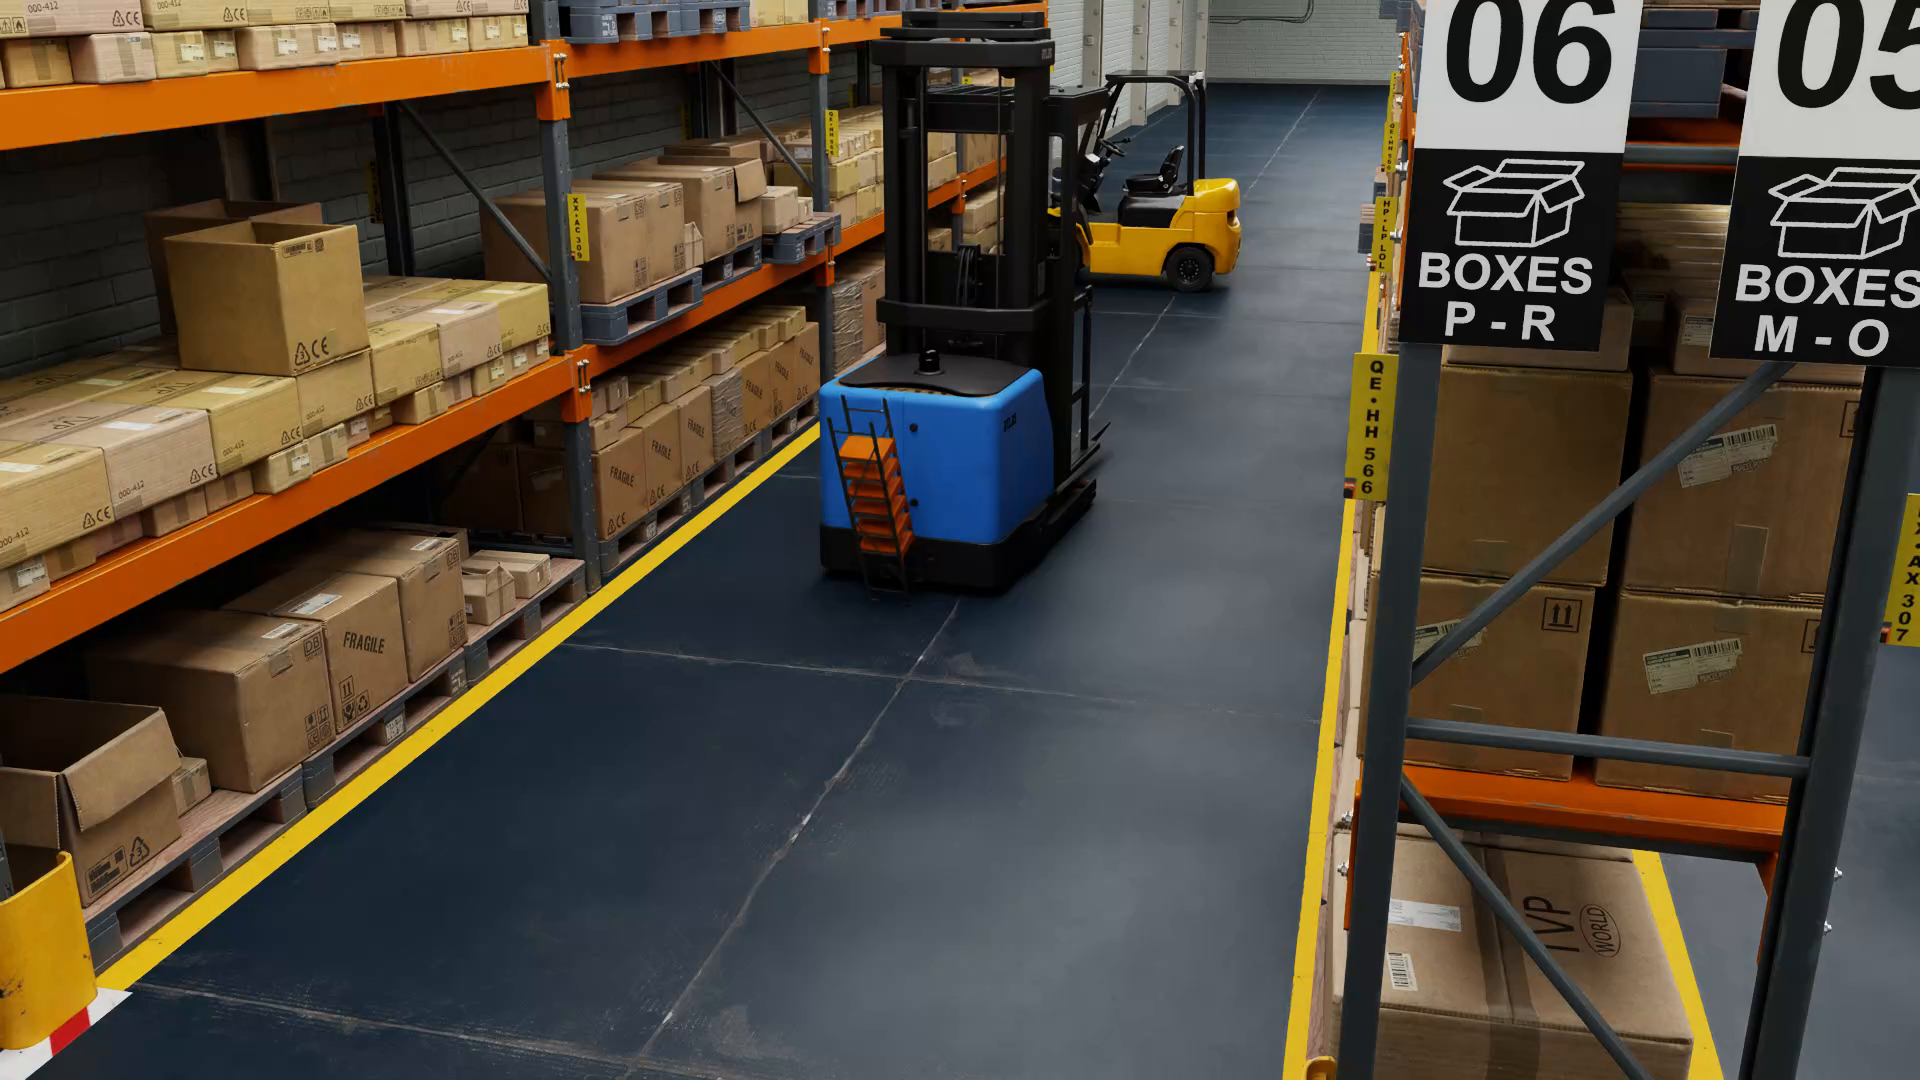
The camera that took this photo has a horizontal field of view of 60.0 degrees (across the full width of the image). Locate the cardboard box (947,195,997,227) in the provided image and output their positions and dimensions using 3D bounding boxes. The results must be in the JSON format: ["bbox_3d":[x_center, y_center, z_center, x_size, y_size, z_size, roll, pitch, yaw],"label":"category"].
[{"bbox_3d":[0.089,-3.344,16.893,0.500,0.250,0.500,5,19,13],"label":"cardboard box"}]

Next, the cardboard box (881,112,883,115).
[{"bbox_3d":[-0.492,-3.761,14.901,0.380,0.149,0.250,5,19,13],"label":"cardboard box"}]

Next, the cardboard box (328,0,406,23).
[{"bbox_3d":[-2.551,-2.174,6.543,0.500,0.250,0.500,5,20,15],"label":"cardboard box"}]

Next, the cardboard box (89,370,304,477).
[{"bbox_3d":[-2.784,-0.433,6.087,0.500,0.250,0.500,4,19,12],"label":"cardboard box"}]

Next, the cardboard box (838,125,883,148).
[{"bbox_3d":[-0.776,-3.269,13.460,0.380,0.149,0.250,5,20,15],"label":"cardboard box"}]

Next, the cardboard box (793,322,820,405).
[{"bbox_3d":[-1.340,-1.299,12.068,0.500,0.500,0.500,5,20,15],"label":"cardboard box"}]

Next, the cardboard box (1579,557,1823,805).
[{"bbox_3d":[1.810,0.290,4.042,0.500,0.500,0.500,5,19,13],"label":"cardboard box"}]

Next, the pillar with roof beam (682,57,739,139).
[{"bbox_3d":[2.174,-5.412,11.609,9.100,9.000,0.400,5,19,13],"label":"pillar with roof beam"}]

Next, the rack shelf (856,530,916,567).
[{"bbox_3d":[-0.380,0.029,8.583,0.258,0.103,0.180,7,43,19],"label":"rack shelf"}]

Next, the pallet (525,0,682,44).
[{"bbox_3d":[-2.195,-2.709,8.627,1.213,0.211,1.003,5,19,13],"label":"pallet"}]

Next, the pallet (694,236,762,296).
[{"bbox_3d":[-1.916,-1.732,10.415,1.003,0.211,1.213,5,19,13],"label":"pallet"}]

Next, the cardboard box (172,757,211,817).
[{"bbox_3d":[-3.017,0.911,6.142,0.380,0.149,0.250,4,19,11],"label":"cardboard box"}]

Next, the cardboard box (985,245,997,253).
[{"bbox_3d":[0.081,-2.870,17.054,0.500,0.250,0.500,4,19,12],"label":"cardboard box"}]

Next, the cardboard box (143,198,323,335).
[{"bbox_3d":[-3.044,-1.158,7.049,0.500,0.500,0.500,4,19,12],"label":"cardboard box"}]

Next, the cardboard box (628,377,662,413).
[{"bbox_3d":[-1.979,-0.855,9.763,0.380,0.149,0.250,4,19,12],"label":"cardboard box"}]

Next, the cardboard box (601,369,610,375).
[{"bbox_3d":[-2.345,-0.964,10.084,0.380,0.149,0.250,5,20,15],"label":"cardboard box"}]

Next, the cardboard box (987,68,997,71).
[{"bbox_3d":[0.220,-5.347,19.083,0.380,0.149,0.250,4,19,12],"label":"cardboard box"}]

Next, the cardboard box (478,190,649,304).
[{"bbox_3d":[-2.087,-1.559,8.807,0.700,0.500,0.500,5,20,15],"label":"cardboard box"}]

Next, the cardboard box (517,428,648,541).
[{"bbox_3d":[-2.086,-0.329,9.227,0.500,0.500,0.500,6,20,16],"label":"cardboard box"}]

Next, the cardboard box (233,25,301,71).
[{"bbox_3d":[-2.628,-1.780,6.007,0.380,0.149,0.250,5,19,13],"label":"cardboard box"}]

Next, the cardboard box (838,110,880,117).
[{"bbox_3d":[-0.940,-3.789,14.983,0.380,0.149,0.250,5,19,13],"label":"cardboard box"}]

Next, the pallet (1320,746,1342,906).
[{"bbox_3d":[1.834,1.147,6.003,1.003,0.211,1.213,5,19,13],"label":"pallet"}]

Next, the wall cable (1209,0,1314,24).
[{"bbox_3d":[8.797,-16.385,48.539,3.097,2.526,0.112,5,19,13],"label":"wall cable"}]

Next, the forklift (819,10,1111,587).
[{"bbox_3d":[0.208,-1.577,9.770,1.130,2.935,3.031,7,20,18],"label":"forklift"}]

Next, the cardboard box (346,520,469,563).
[{"bbox_3d":[-2.813,0.083,8.314,0.500,0.311,0.500,5,20,15],"label":"cardboard box"}]

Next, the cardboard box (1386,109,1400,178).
[{"bbox_3d":[3.448,-2.914,12.315,0.500,0.500,0.500,3,19,10],"label":"cardboard box"}]

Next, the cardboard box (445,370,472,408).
[{"bbox_3d":[-2.428,-0.694,7.466,0.380,0.149,0.250,5,20,15],"label":"cardboard box"}]

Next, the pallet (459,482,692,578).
[{"bbox_3d":[-2.260,-0.117,9.705,1.003,0.211,1.213,5,19,13],"label":"pallet"}]

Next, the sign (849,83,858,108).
[{"bbox_3d":[-1.006,-4.177,15.814,0.100,0.325,0.005,5,19,13],"label":"sign"}]

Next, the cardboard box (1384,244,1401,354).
[{"bbox_3d":[1.649,-0.703,5.404,0.500,0.500,0.500,5,19,13],"label":"cardboard box"}]

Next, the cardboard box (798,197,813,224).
[{"bbox_3d":[-1.234,-2.277,11.451,0.380,0.149,0.250,5,19,14],"label":"cardboard box"}]

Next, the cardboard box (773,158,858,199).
[{"bbox_3d":[-1.076,-2.716,12.458,0.500,0.250,0.500,5,19,13],"label":"cardboard box"}]

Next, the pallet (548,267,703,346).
[{"bbox_3d":[-2.121,-1.330,9.238,1.003,0.211,1.213,5,19,13],"label":"pallet"}]

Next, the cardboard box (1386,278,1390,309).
[{"bbox_3d":[2.379,-1.269,8.219,0.500,0.250,0.500,5,20,15],"label":"cardboard box"}]

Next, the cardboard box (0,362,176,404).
[{"bbox_3d":[-3.292,-0.477,6.214,0.500,0.250,0.500,5,20,15],"label":"cardboard box"}]

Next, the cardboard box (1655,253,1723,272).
[{"bbox_3d":[1.939,-0.612,4.132,0.380,0.149,0.250,5,20,15],"label":"cardboard box"}]

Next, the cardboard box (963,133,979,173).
[{"bbox_3d":[-0.106,-3.852,16.171,0.500,0.500,0.500,4,19,12],"label":"cardboard box"}]

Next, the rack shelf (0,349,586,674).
[{"bbox_3d":[-2.911,-0.212,6.780,1.077,0.370,4.000,5,19,13],"label":"rack shelf"}]

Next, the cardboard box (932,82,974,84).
[{"bbox_3d":[-0.072,-4.428,16.392,0.380,0.149,0.250,4,19,12],"label":"cardboard box"}]

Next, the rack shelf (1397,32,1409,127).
[{"bbox_3d":[2.880,-2.494,8.822,1.077,0.370,4.000,5,19,13],"label":"rack shelf"}]

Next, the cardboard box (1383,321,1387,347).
[{"bbox_3d":[1.896,-0.552,6.508,0.500,0.500,0.500,5,19,14],"label":"cardboard box"}]

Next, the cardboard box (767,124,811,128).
[{"bbox_3d":[-1.372,-3.315,13.595,0.380,0.149,0.250,4,19,12],"label":"cardboard box"}]

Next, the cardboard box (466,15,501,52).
[{"bbox_3d":[-2.287,-2.267,7.433,0.380,0.149,0.250,5,19,13],"label":"cardboard box"}]

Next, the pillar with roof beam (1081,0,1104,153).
[{"bbox_3d":[6.572,-11.053,28.127,9.100,9.000,0.400,5,19,13],"label":"pillar with roof beam"}]

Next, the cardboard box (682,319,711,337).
[{"bbox_3d":[-1.949,-1.451,11.510,0.380,0.149,0.250,5,19,14],"label":"cardboard box"}]

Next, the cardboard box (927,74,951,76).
[{"bbox_3d":[-0.185,-4.864,17.670,0.380,0.149,0.250,5,19,14],"label":"cardboard box"}]

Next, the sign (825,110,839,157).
[{"bbox_3d":[-0.917,-2.903,11.878,0.100,0.325,0.005,5,19,13],"label":"sign"}]

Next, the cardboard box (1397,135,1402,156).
[{"bbox_3d":[2.632,-1.952,9.061,0.500,0.500,0.500,5,19,14],"label":"cardboard box"}]

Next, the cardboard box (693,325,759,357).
[{"bbox_3d":[-1.572,-1.335,11.168,0.380,0.149,0.250,5,20,15],"label":"cardboard box"}]

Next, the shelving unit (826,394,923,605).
[{"bbox_3d":[-0.418,-0.185,8.400,0.258,1.200,0.189,7,43,19],"label":"shelving unit"}]

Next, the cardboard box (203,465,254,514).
[{"bbox_3d":[-2.825,-0.214,6.063,0.380,0.149,0.250,5,19,14],"label":"cardboard box"}]

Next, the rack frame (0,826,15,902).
[{"bbox_3d":[-3.400,0.075,4.829,1.000,3.000,0.127,5,19,13],"label":"rack frame"}]

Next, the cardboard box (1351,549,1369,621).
[{"bbox_3d":[2.134,0.414,7.150,0.875,0.438,0.875,4,19,13],"label":"cardboard box"}]

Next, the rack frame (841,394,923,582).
[{"bbox_3d":[-0.389,-0.244,8.463,0.240,1.200,0.006,7,43,19],"label":"rack frame"}]

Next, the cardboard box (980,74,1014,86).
[{"bbox_3d":[0.412,-4.899,17.770,0.380,0.149,0.250,5,19,14],"label":"cardboard box"}]

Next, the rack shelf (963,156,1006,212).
[{"bbox_3d":[0.021,-3.973,17.792,1.077,0.370,4.000,5,19,13],"label":"rack shelf"}]

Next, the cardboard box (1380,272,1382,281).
[{"bbox_3d":[4.351,-2.568,16.168,0.500,0.250,0.500,4,19,12],"label":"cardboard box"}]

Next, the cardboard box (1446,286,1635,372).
[{"bbox_3d":[1.308,-0.490,3.777,0.380,0.149,0.250,5,19,14],"label":"cardboard box"}]
